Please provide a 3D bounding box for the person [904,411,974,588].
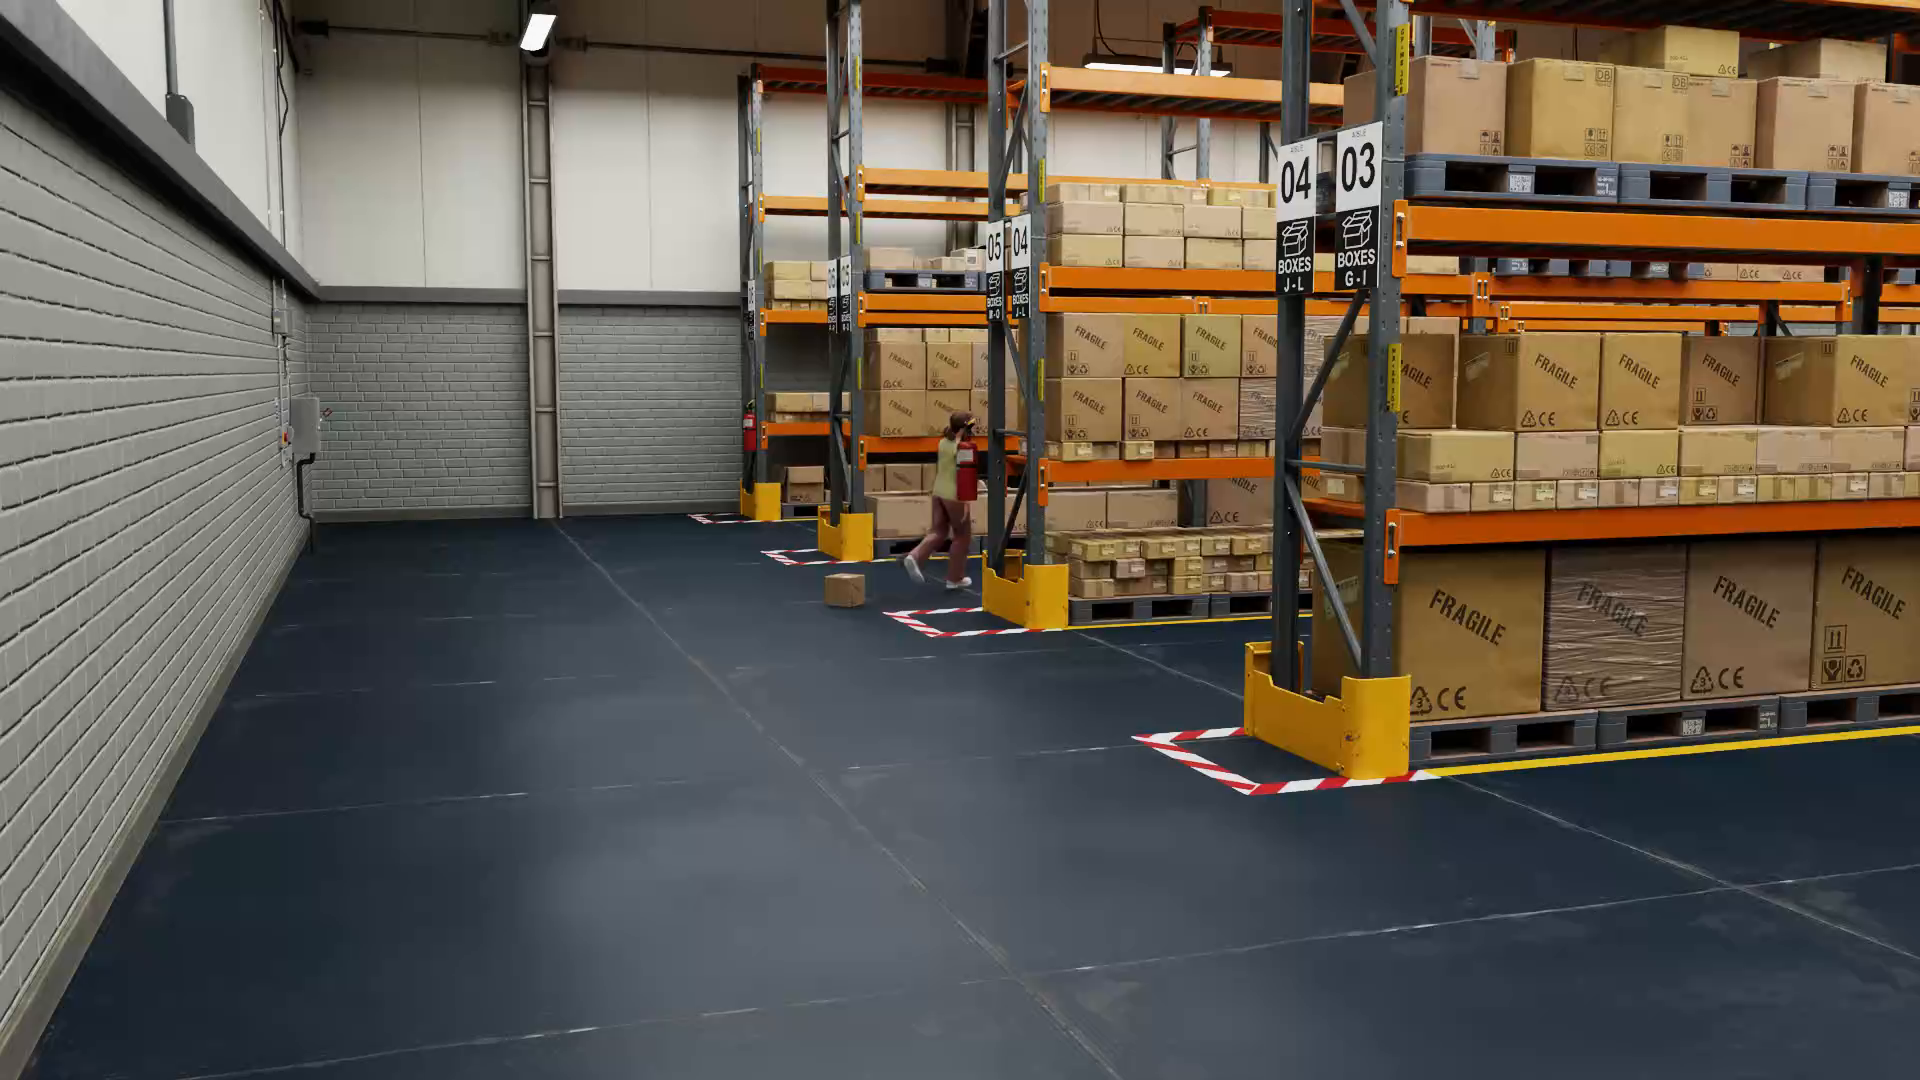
[{"bbox_3d":[-0.110,-0.350,14.986,0.800,1.627,0.513,-5,8,-43],"label":"person"}]
